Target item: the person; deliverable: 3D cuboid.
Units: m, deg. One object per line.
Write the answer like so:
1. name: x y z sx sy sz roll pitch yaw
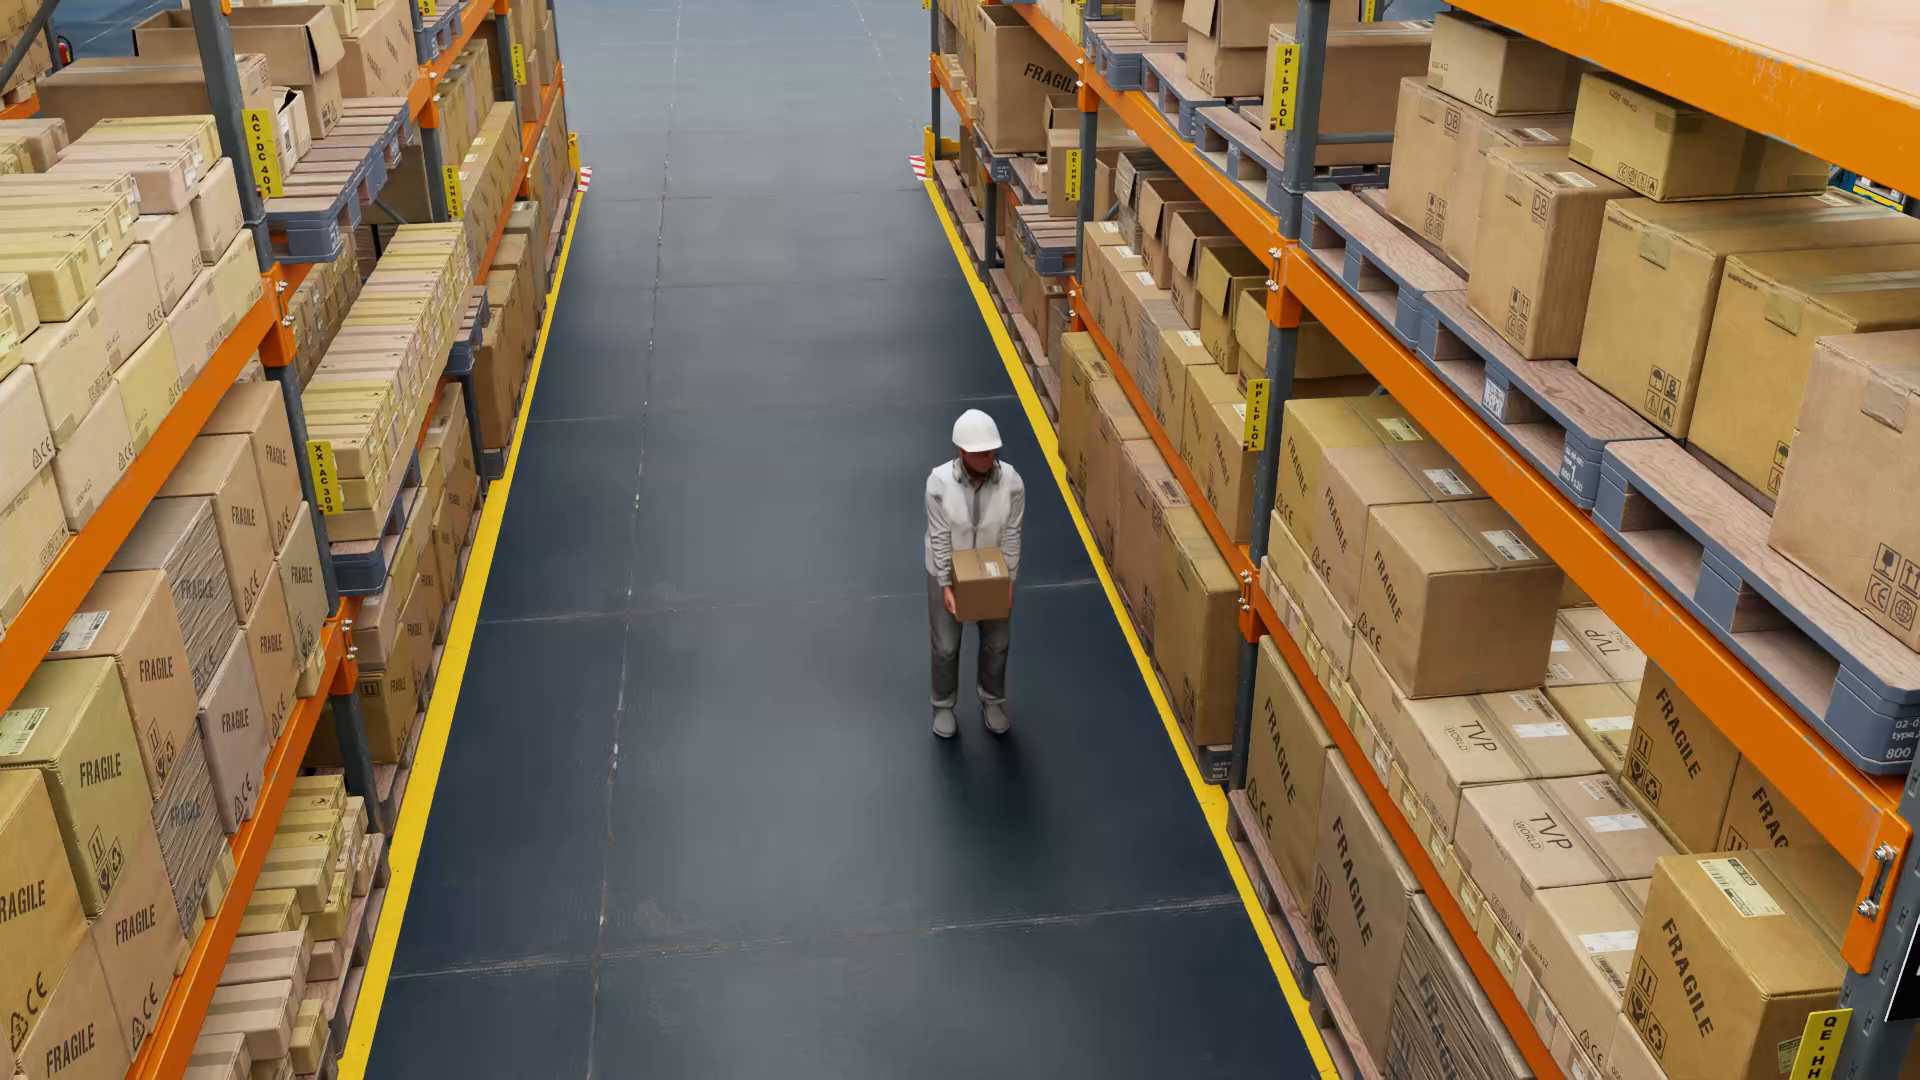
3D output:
1. person: 0.078 0.190 8.228 0.491 1.768 0.568 -4 27 -8
